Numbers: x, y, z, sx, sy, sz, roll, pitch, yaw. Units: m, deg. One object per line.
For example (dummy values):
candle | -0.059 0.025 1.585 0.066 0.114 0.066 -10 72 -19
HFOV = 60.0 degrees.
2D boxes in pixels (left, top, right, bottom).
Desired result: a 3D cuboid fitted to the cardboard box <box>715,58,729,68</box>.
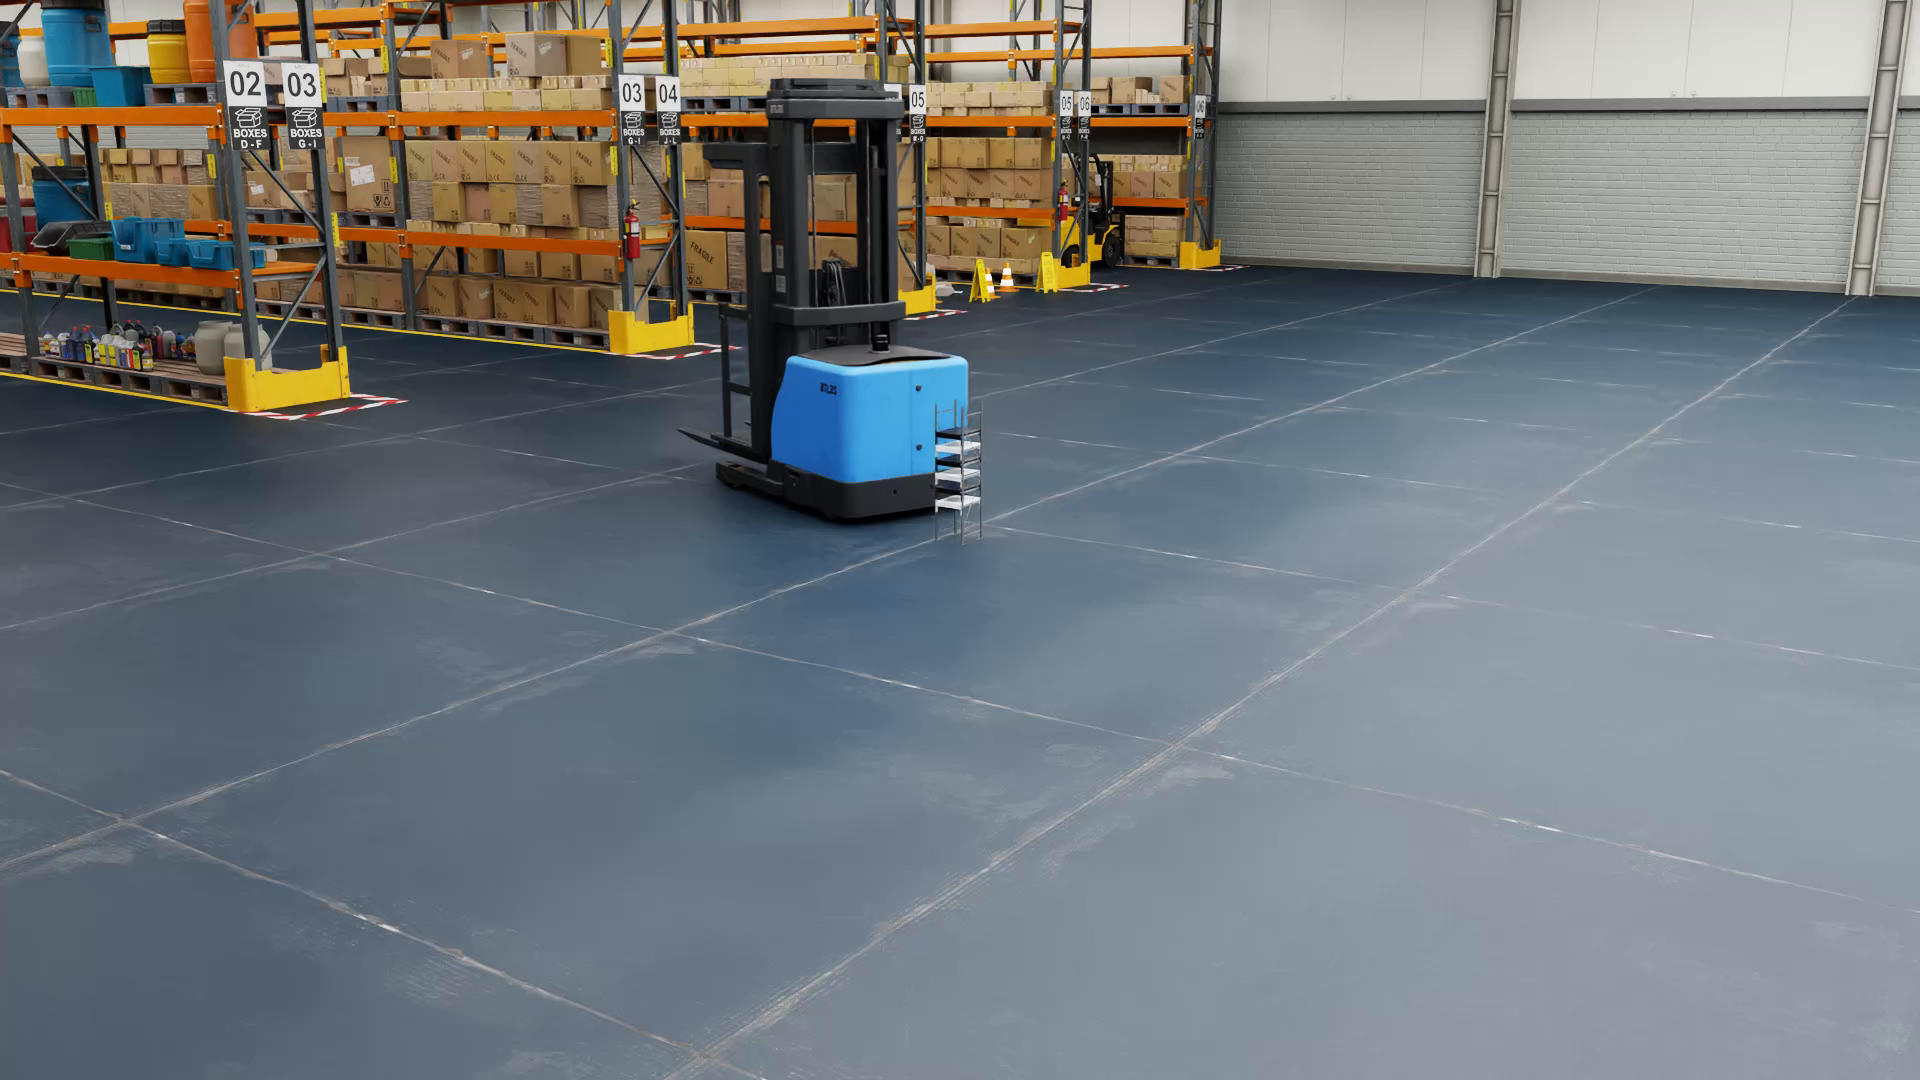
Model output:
cardboard box | -3.399 -7.049 24.597 0.250 0.149 0.380 9 16 32

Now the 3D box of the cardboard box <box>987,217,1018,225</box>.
cardboard box | 0.863 -6.404 34.519 0.625 0.625 0.875 10 17 35

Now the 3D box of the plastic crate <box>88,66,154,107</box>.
plastic crate | -8.192 -4.439 16.304 0.575 0.384 0.392 9 17 33

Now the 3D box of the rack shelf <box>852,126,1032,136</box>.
rack shelf | -0.358 -8.660 34.820 4.000 0.370 1.077 9 17 33

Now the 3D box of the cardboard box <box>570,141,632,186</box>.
cardboard box | -4.271 -4.485 19.792 0.500 0.500 0.500 9 17 33

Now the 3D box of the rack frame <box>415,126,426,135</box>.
rack frame | -11.423 -7.904 36.511 0.127 3.000 1.000 9 17 33

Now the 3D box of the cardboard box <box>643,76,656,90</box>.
cardboard box | -3.776 -5.442 19.806 0.250 0.149 0.380 9 17 32

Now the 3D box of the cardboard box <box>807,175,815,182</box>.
cardboard box | -2.008 -5.570 24.522 0.550 0.550 0.875 9 17 33

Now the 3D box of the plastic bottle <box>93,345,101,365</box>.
plastic bottle | -8.944 -1.928 17.276 0.097 0.201 0.097 0 14 0

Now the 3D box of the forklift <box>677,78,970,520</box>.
forklift | -1.178 -1.859 12.233 1.130 2.935 3.031 -9 17 -33

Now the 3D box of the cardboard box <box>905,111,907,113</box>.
cardboard box | -0.890 -7.481 29.081 0.250 0.149 0.380 9 17 33

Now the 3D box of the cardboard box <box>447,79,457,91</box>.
cardboard box | -6.198 -5.704 20.862 0.250 0.149 0.380 10 17 34

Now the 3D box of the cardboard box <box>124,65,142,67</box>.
cardboard box | -12.022 -6.835 24.861 0.637 0.503 0.797 9 16 32

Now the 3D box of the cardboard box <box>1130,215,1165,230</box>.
cardboard box | 3.638 -6.170 32.273 0.500 0.250 0.500 10 17 34

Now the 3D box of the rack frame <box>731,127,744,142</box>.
rack frame | -5.336 -8.358 38.344 0.127 3.000 1.000 9 17 33

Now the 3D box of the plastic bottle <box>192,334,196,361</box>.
plastic bottle | -8.056 -2.035 17.566 0.097 0.271 0.097 0 14 0

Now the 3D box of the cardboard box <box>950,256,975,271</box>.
cardboard box | 0.170 -4.823 28.910 0.500 0.250 0.500 8 16 31

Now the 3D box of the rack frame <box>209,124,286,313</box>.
rack frame | -10.315 -4.855 24.195 0.127 3.000 1.000 9 17 33

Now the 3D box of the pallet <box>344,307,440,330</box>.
pallet | -7.643 -3.070 22.784 1.213 0.211 1.003 9 17 33

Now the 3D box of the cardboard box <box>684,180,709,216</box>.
cardboard box | -3.831 -5.320 25.760 0.550 0.550 0.875 9 17 33

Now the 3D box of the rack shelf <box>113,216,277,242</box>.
rack shelf | -11.975 -4.774 25.365 4.000 0.370 1.077 9 17 33

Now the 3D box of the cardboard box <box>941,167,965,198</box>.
cardboard box | 0.014 -6.177 28.706 0.500 0.500 0.500 9 17 33

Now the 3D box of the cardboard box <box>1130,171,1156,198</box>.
cardboard box | 3.641 -6.882 32.175 0.500 0.500 0.500 10 17 35

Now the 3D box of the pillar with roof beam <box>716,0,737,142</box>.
pillar with roof beam | -7.814 -10.685 35.259 0.400 9.000 9.100 9 17 33

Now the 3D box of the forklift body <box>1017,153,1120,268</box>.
forklift body | 2.029 -6.227 31.503 1.214 2.155 2.313 9 17 33

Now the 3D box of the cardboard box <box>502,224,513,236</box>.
cardboard box | -5.501 -3.885 20.799 0.250 0.149 0.380 9 17 33

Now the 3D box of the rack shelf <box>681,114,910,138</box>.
rack shelf | -2.484 -6.133 24.611 4.000 0.370 1.077 9 17 33

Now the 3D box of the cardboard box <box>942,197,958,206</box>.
cardboard box | -0.102 -5.865 28.797 0.250 0.149 0.380 9 17 33

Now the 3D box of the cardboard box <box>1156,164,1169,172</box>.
cardboard box | 3.948 -7.131 31.830 0.250 0.149 0.380 9 17 34

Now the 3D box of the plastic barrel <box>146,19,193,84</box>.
plastic barrel | -7.458 -4.674 15.954 0.600 0.588 0.600 0 14 0

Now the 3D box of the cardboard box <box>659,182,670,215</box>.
cardboard box | -4.726 -5.360 26.024 0.500 0.500 0.500 9 17 32

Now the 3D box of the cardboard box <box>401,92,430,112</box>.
cardboard box | -6.766 -5.591 21.236 0.500 0.250 0.500 8 16 31

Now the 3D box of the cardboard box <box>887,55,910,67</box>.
cardboard box | -0.924 -6.840 23.750 0.250 0.149 0.380 9 17 33

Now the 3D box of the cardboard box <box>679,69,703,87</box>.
cardboard box | -3.895 -6.953 25.037 0.500 0.250 0.500 9 17 33

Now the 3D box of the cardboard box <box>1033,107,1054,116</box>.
cardboard box | 1.402 -7.085 27.481 0.250 0.149 0.380 9 17 33

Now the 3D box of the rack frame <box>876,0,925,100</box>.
rack frame | -0.825 -7.670 23.081 0.127 3.000 1.000 9 17 33

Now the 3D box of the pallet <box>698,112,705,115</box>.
pallet | -5.348 -8.272 32.146 1.003 0.211 1.213 10 17 35

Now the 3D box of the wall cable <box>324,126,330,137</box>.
wall cable | -15.333 -9.433 40.574 0.122 1.984 0.588 9 17 33

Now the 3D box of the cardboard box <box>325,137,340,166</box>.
cardboard box | -11.323 -7.055 30.171 0.500 0.500 0.500 9 16 31

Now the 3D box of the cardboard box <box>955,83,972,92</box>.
cardboard box | 0.117 -7.665 28.166 0.250 0.149 0.380 10 17 34

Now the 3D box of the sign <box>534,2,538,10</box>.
sign | -8.434 -10.703 33.058 0.005 0.325 0.100 9 17 33

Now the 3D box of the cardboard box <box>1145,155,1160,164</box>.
cardboard box | 3.752 -7.319 31.970 0.250 0.149 0.380 10 17 34

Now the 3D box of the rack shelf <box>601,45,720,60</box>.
rack shelf | -6.444 -9.468 32.674 4.000 0.370 1.077 9 17 33

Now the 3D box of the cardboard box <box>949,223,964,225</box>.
cardboard box | 0.022 -5.366 29.546 0.500 0.500 0.500 10 17 36

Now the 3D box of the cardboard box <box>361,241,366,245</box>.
cardboard box | -10.952 -5.564 30.877 0.250 0.149 0.380 10 17 35

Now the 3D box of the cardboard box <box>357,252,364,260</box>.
cardboard box | -11.126 -5.336 31.195 0.250 0.149 0.380 10 17 34

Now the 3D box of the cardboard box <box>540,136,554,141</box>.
cardboard box | -8.537 -8.194 34.045 0.250 0.149 0.380 9 16 32

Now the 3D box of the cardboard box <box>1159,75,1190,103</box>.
cardboard box | 4.118 -8.516 31.452 0.500 0.500 0.500 10 17 35

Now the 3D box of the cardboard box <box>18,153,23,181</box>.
cardboard box | -16.402 -6.351 28.369 0.500 0.500 0.500 9 17 33

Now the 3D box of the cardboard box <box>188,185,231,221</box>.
cardboard box | -10.863 -4.921 24.251 0.500 0.500 0.500 10 17 35

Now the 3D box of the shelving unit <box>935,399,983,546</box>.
shelving unit | -0.007 -0.438 10.719 0.210 0.900 0.258 9 17 33

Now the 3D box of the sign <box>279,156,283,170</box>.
sign | -10.020 -5.489 24.508 0.005 0.325 0.100 9 17 33

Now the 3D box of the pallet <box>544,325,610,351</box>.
pallet | -4.394 -2.555 20.706 1.213 0.211 1.003 9 17 33

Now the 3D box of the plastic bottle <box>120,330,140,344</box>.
plastic bottle | -8.968 -2.135 17.960 0.135 0.276 0.152 9 17 33

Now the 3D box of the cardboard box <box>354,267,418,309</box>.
cardboard box | -7.879 -3.474 22.899 0.500 0.500 0.700 9 17 32

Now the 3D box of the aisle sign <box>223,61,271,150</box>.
aisle sign | -6.547 -3.988 15.281 0.004 0.787 0.394 9 17 33

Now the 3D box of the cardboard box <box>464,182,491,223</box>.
cardboard box | -5.791 -4.318 21.198 0.500 0.500 0.875 9 17 33

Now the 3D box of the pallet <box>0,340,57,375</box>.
pallet | -10.434 -2.075 18.768 1.213 0.211 1.003 9 17 33
